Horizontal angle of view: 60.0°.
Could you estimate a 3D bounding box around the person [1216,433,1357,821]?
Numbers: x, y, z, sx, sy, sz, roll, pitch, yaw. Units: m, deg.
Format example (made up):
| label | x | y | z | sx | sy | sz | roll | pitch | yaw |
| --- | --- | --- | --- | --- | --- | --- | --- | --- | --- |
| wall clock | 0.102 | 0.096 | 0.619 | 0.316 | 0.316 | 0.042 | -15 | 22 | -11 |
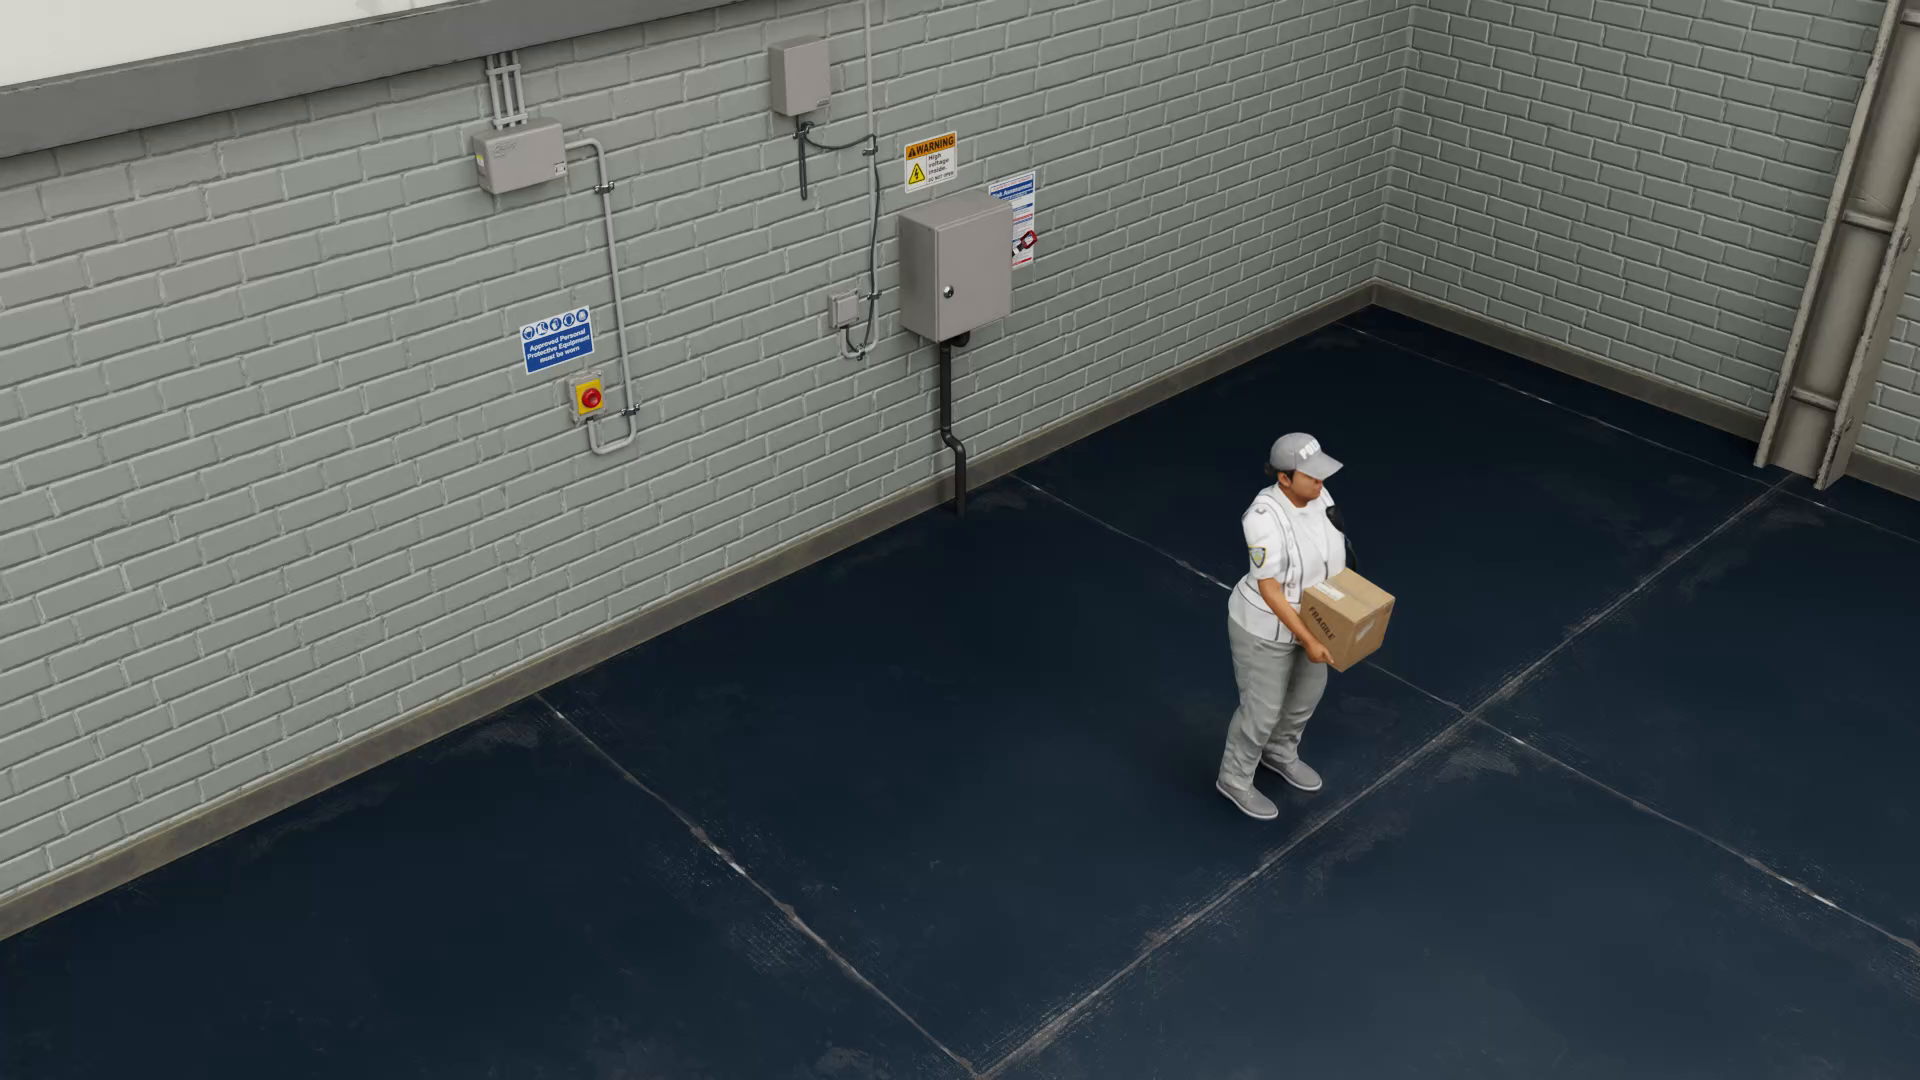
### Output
| label | x | y | z | sx | sy | sz | roll | pitch | yaw |
| --- | --- | --- | --- | --- | --- | --- | --- | --- | --- |
| person | 1.337 | 0.360 | 6.566 | 0.455 | 1.658 | 0.535 | -25 | 40 | -34 |
